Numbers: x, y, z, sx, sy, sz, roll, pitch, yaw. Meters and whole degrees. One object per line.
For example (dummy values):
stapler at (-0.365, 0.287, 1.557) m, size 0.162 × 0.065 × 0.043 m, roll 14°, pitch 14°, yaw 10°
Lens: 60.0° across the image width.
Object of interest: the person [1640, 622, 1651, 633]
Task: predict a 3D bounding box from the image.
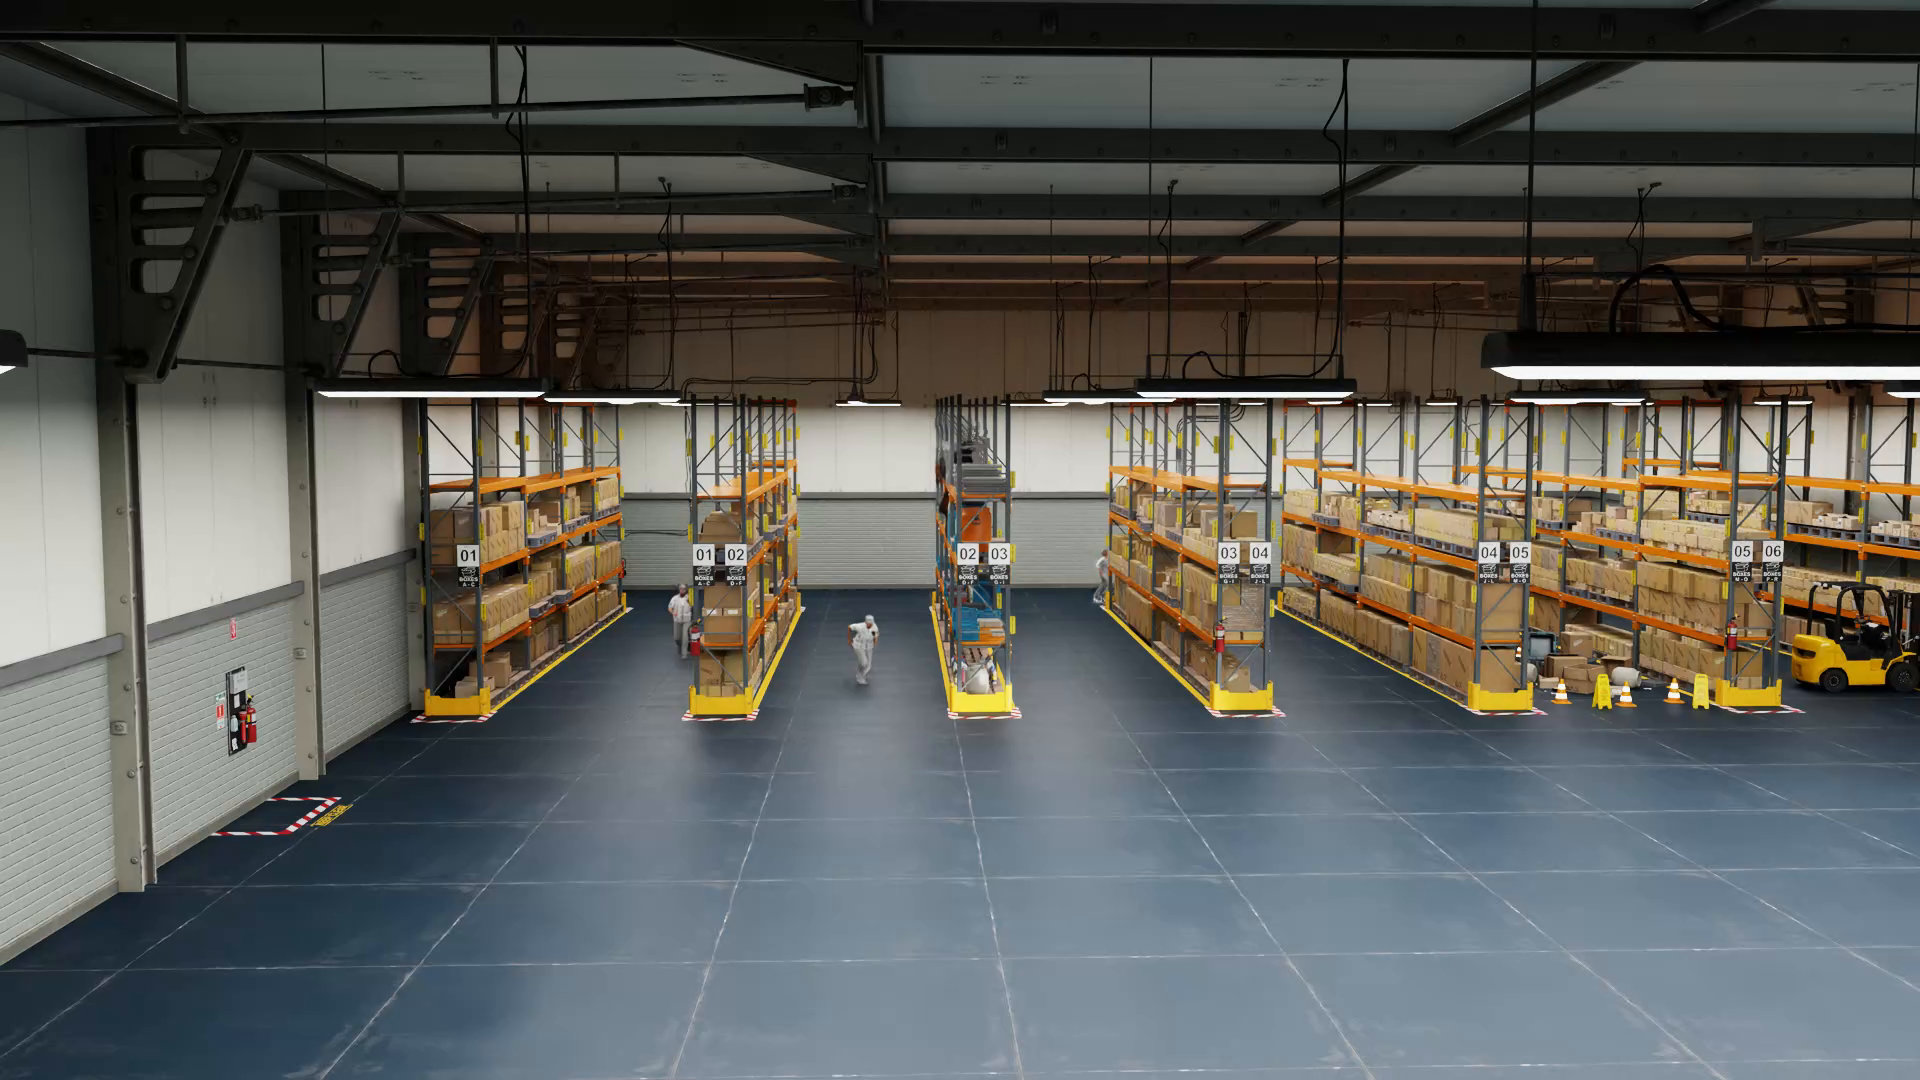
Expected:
person at (16.776, 1.690, 40.397) m, size 0.705 × 1.779 × 0.878 m, roll -1°, pitch 5°, yaw -12°

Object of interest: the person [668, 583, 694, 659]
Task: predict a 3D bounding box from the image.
person at (-6.364, 1.841, 38.243) m, size 0.674 × 1.740 × 0.782 m, roll 0°, pitch 5°, yaw -6°

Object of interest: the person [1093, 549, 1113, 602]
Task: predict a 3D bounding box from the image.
person at (4.258, 1.088, 48.940) m, size 0.697 × 1.637 × 0.506 m, roll 1°, pitch 5°, yaw 16°

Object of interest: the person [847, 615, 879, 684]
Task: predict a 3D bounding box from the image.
person at (-2.012, 2.270, 34.398) m, size 0.636 × 1.497 × 0.863 m, roll -2°, pitch 5°, yaw -27°
